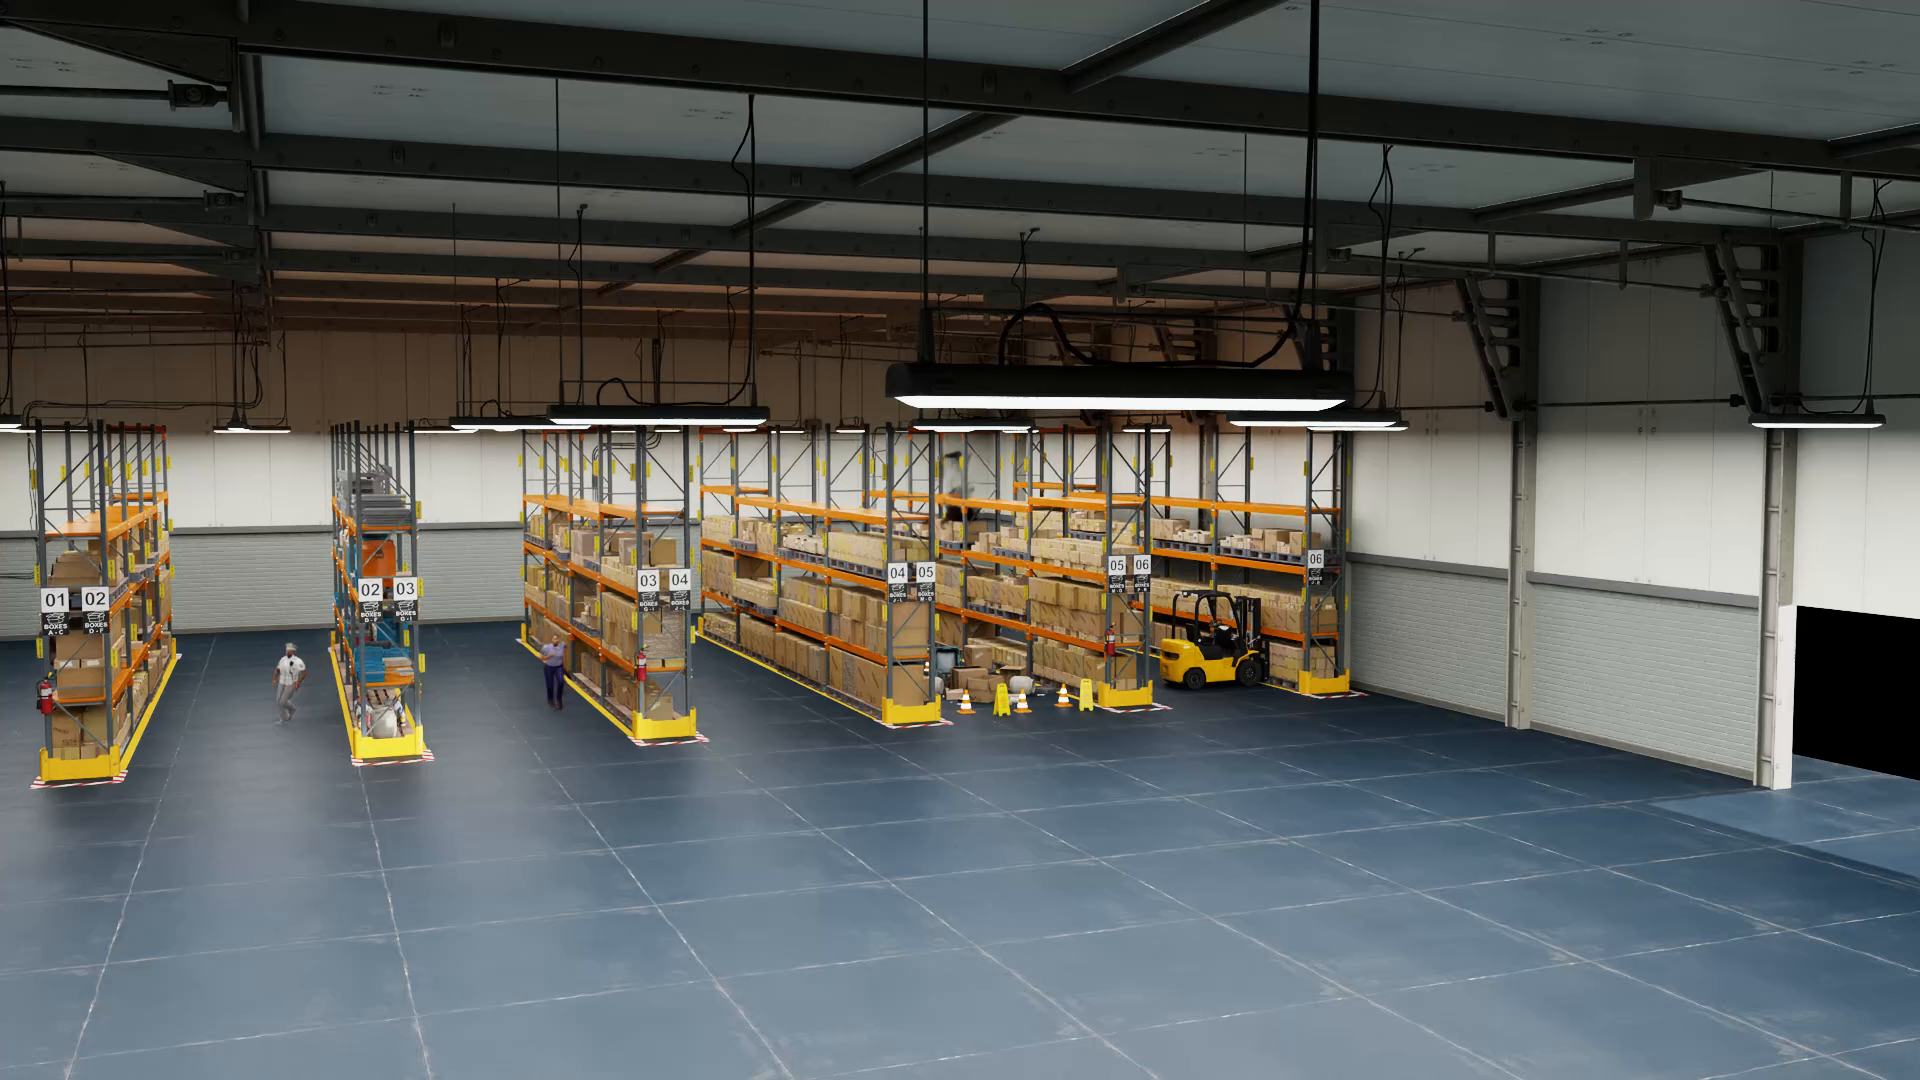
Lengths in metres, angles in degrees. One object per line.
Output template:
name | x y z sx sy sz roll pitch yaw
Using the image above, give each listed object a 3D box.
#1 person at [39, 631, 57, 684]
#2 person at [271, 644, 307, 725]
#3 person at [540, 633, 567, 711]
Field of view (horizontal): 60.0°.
person | -19.999 2.599 36.935 0.752 1.744 1.058 -2 4 -28
person | -13.298 2.854 32.908 0.629 1.630 0.504 1 4 14
person | -8.500 2.743 34.824 0.593 1.625 0.893 -1 4 -20
